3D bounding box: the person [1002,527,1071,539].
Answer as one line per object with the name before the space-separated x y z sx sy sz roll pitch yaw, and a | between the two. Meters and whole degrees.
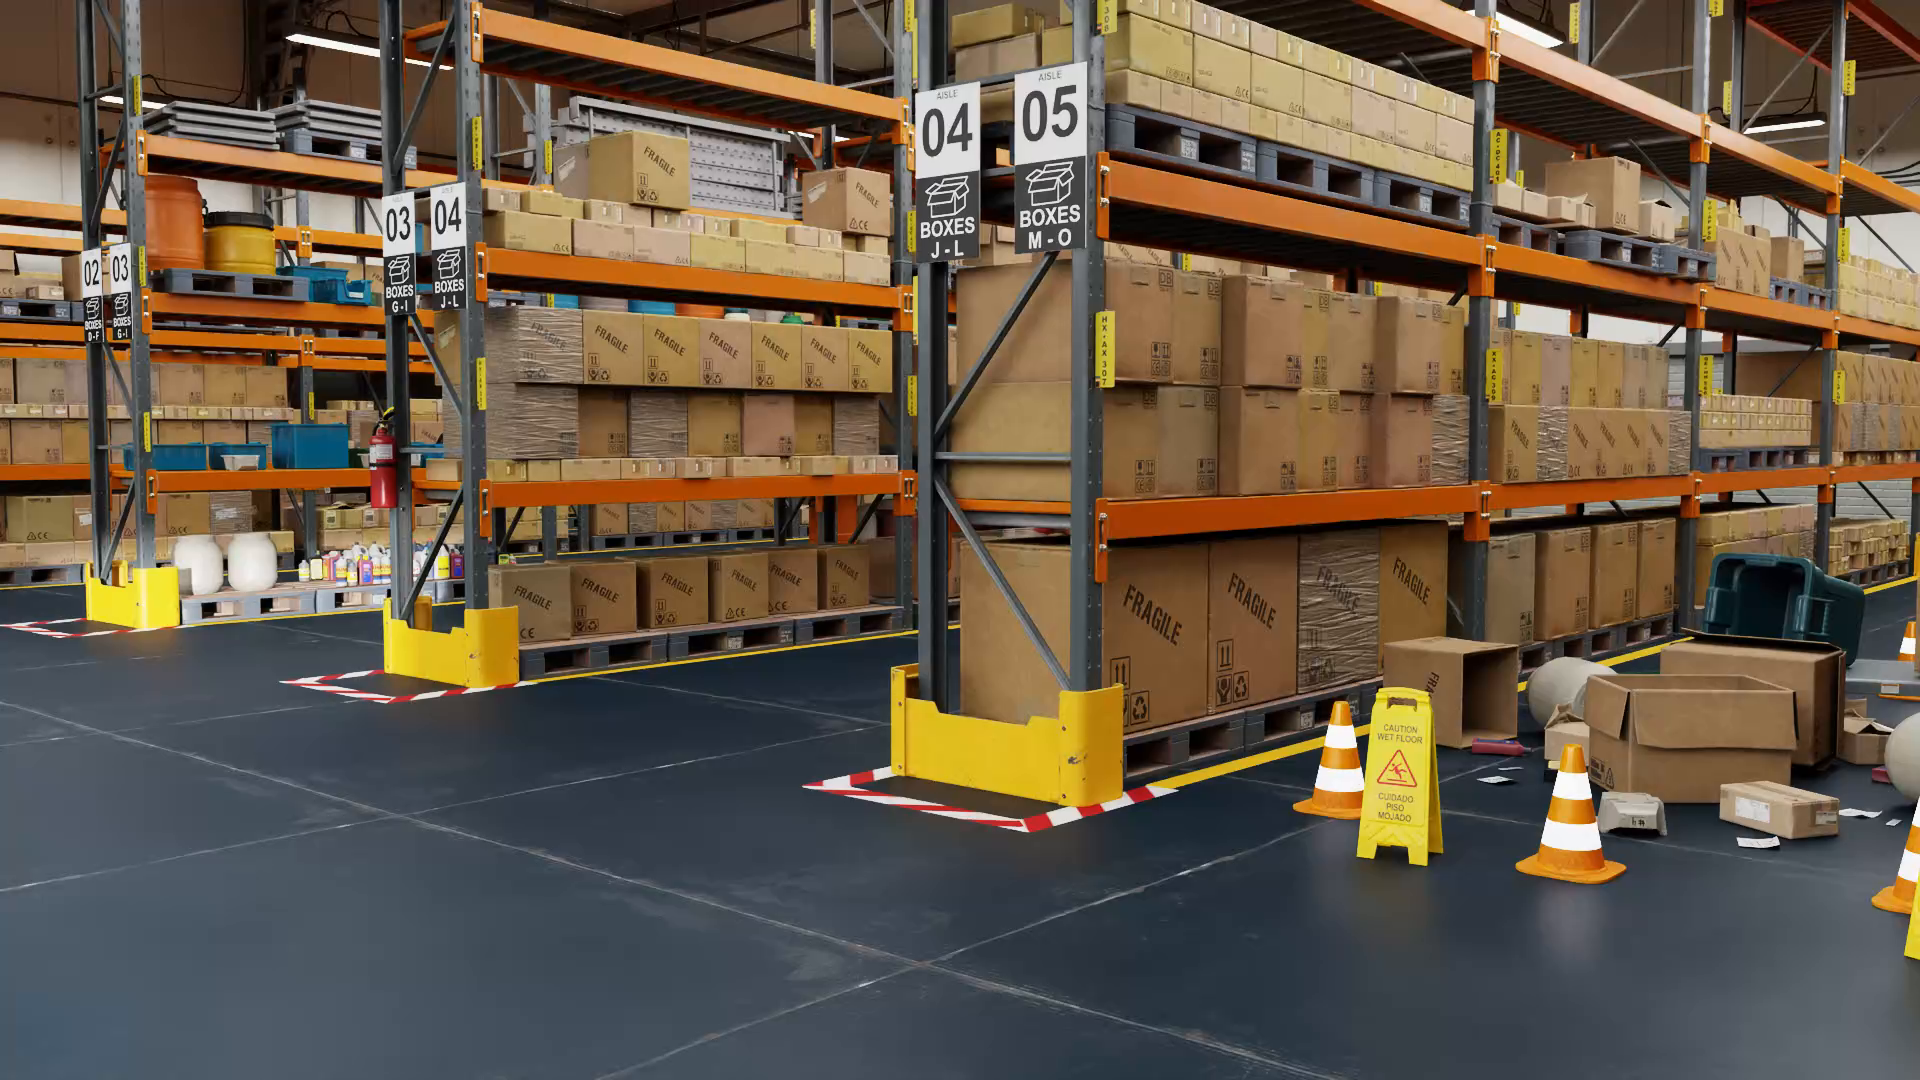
person | 0.597 0.109 13.473 0.589 1.319 0.756 3 4 38
